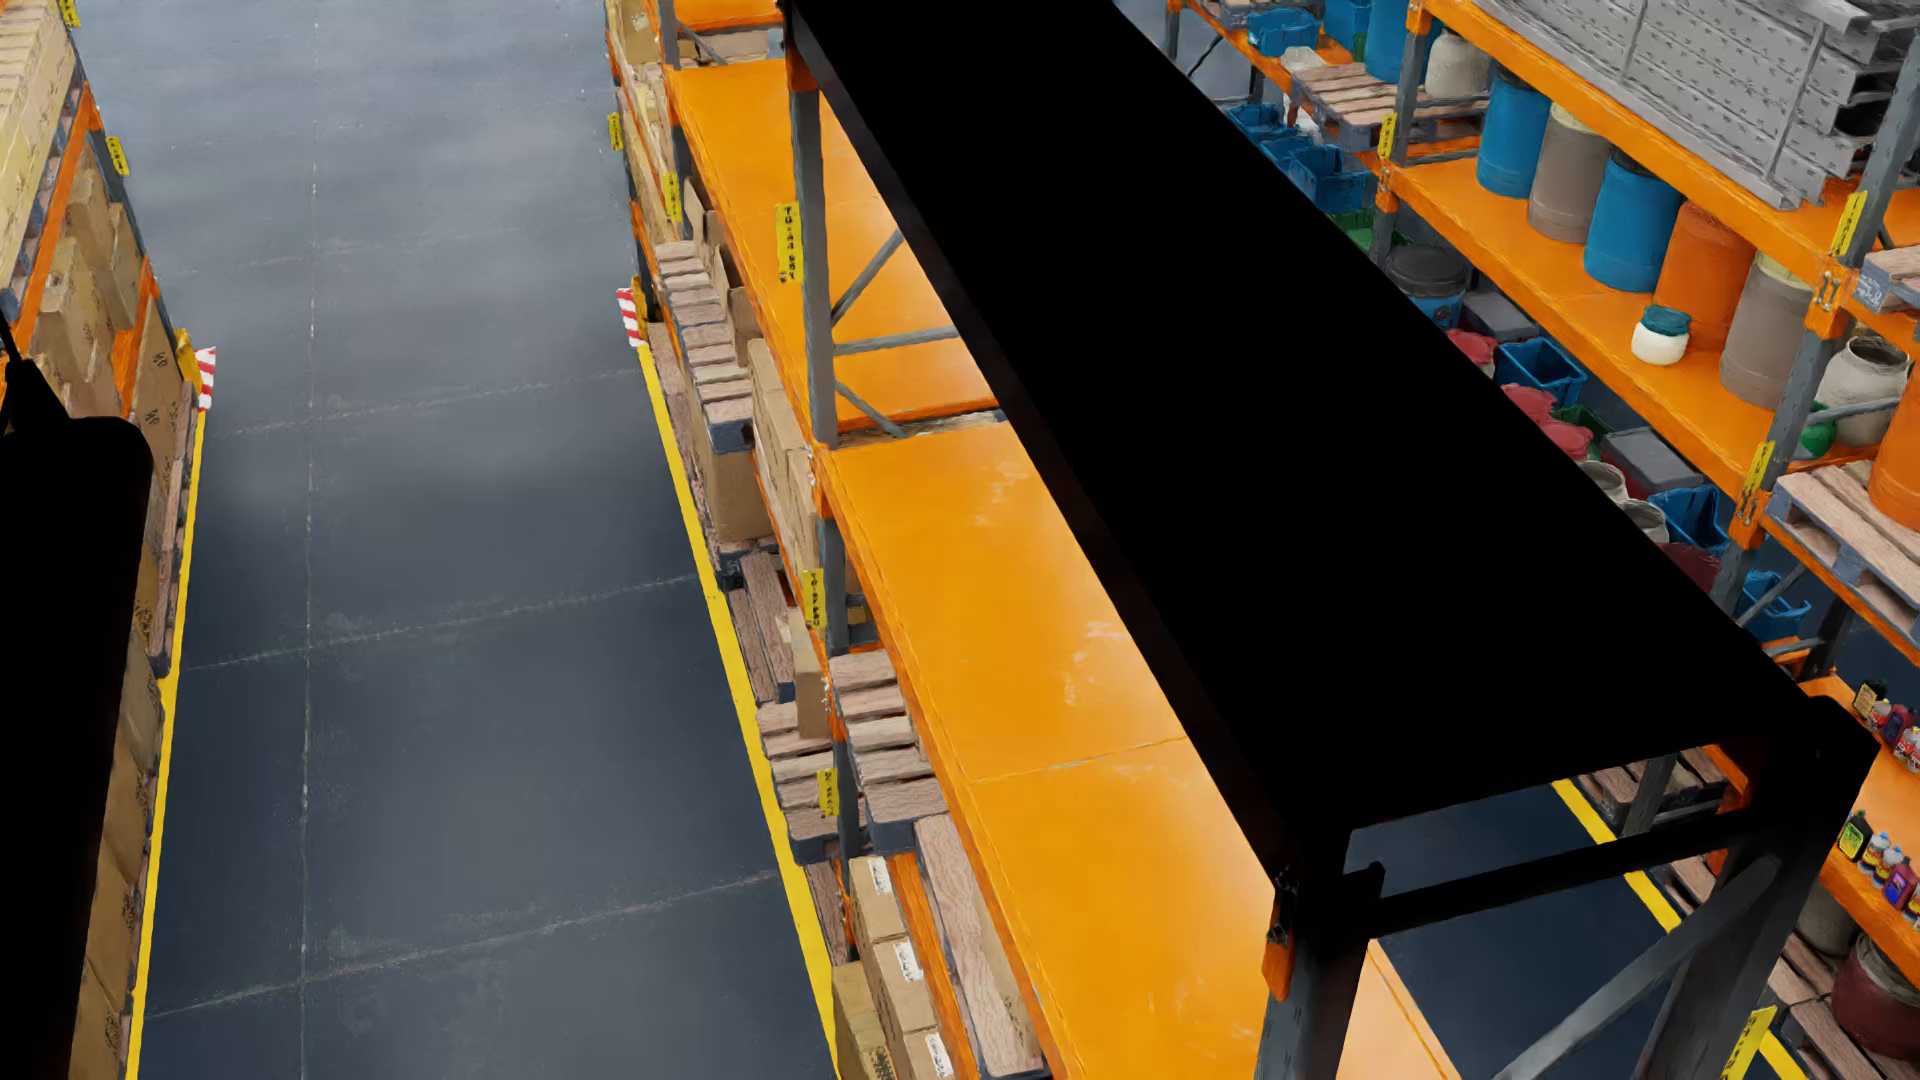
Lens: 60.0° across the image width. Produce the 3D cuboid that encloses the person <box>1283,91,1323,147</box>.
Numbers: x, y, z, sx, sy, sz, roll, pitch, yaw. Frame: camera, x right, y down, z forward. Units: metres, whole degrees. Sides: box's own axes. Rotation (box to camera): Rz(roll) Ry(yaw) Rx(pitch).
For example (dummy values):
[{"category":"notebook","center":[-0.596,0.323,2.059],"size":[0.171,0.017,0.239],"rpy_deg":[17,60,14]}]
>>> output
[{"category":"person","center":[3.358,-4.214,16.715],"size":[0.637,1.741,0.893],"rpy_deg":[-30,47,-32]}]
